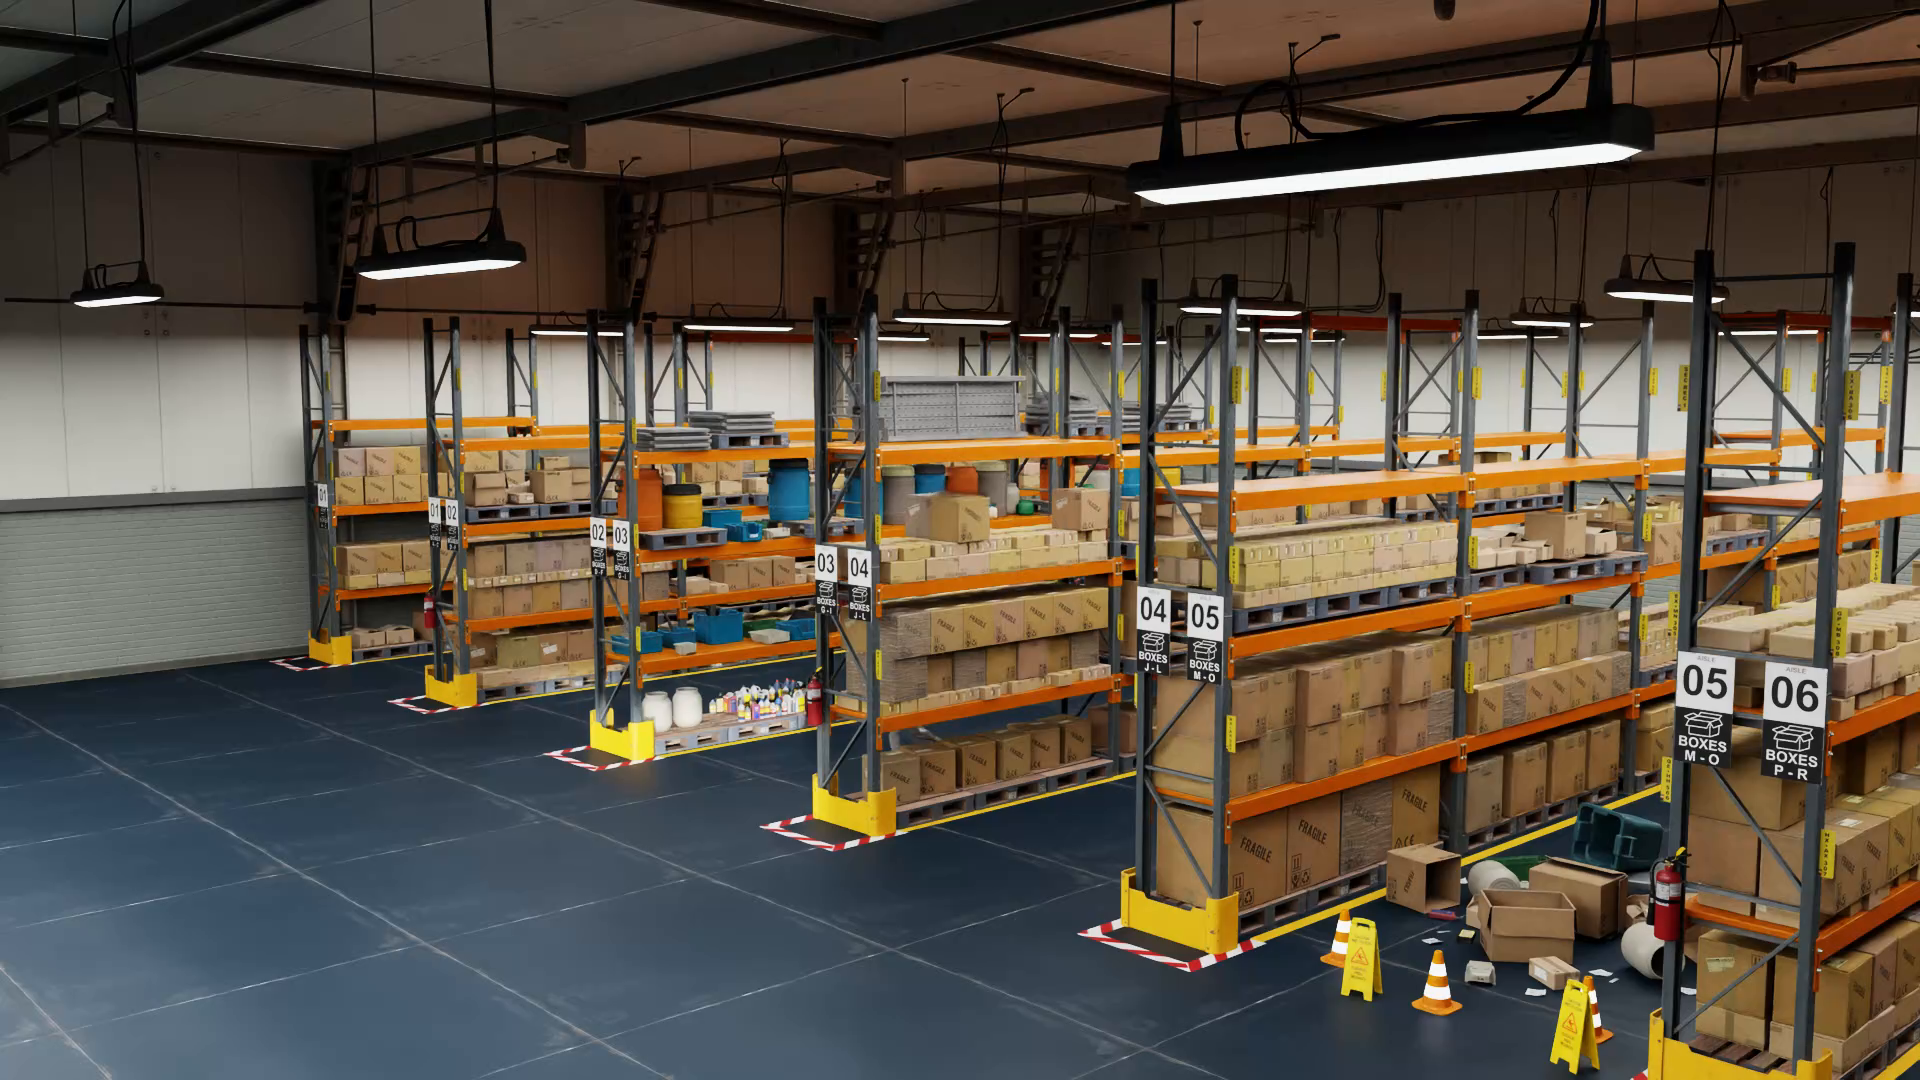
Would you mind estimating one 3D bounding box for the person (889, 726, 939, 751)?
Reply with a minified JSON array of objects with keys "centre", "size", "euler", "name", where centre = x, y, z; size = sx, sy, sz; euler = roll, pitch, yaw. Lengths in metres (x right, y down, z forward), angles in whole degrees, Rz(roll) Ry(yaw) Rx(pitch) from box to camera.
[{"centre":[-0.646,2.120,21.908],"size":[0.864,1.642,0.493],"euler":[-6,8,-45],"name":"person"}]
